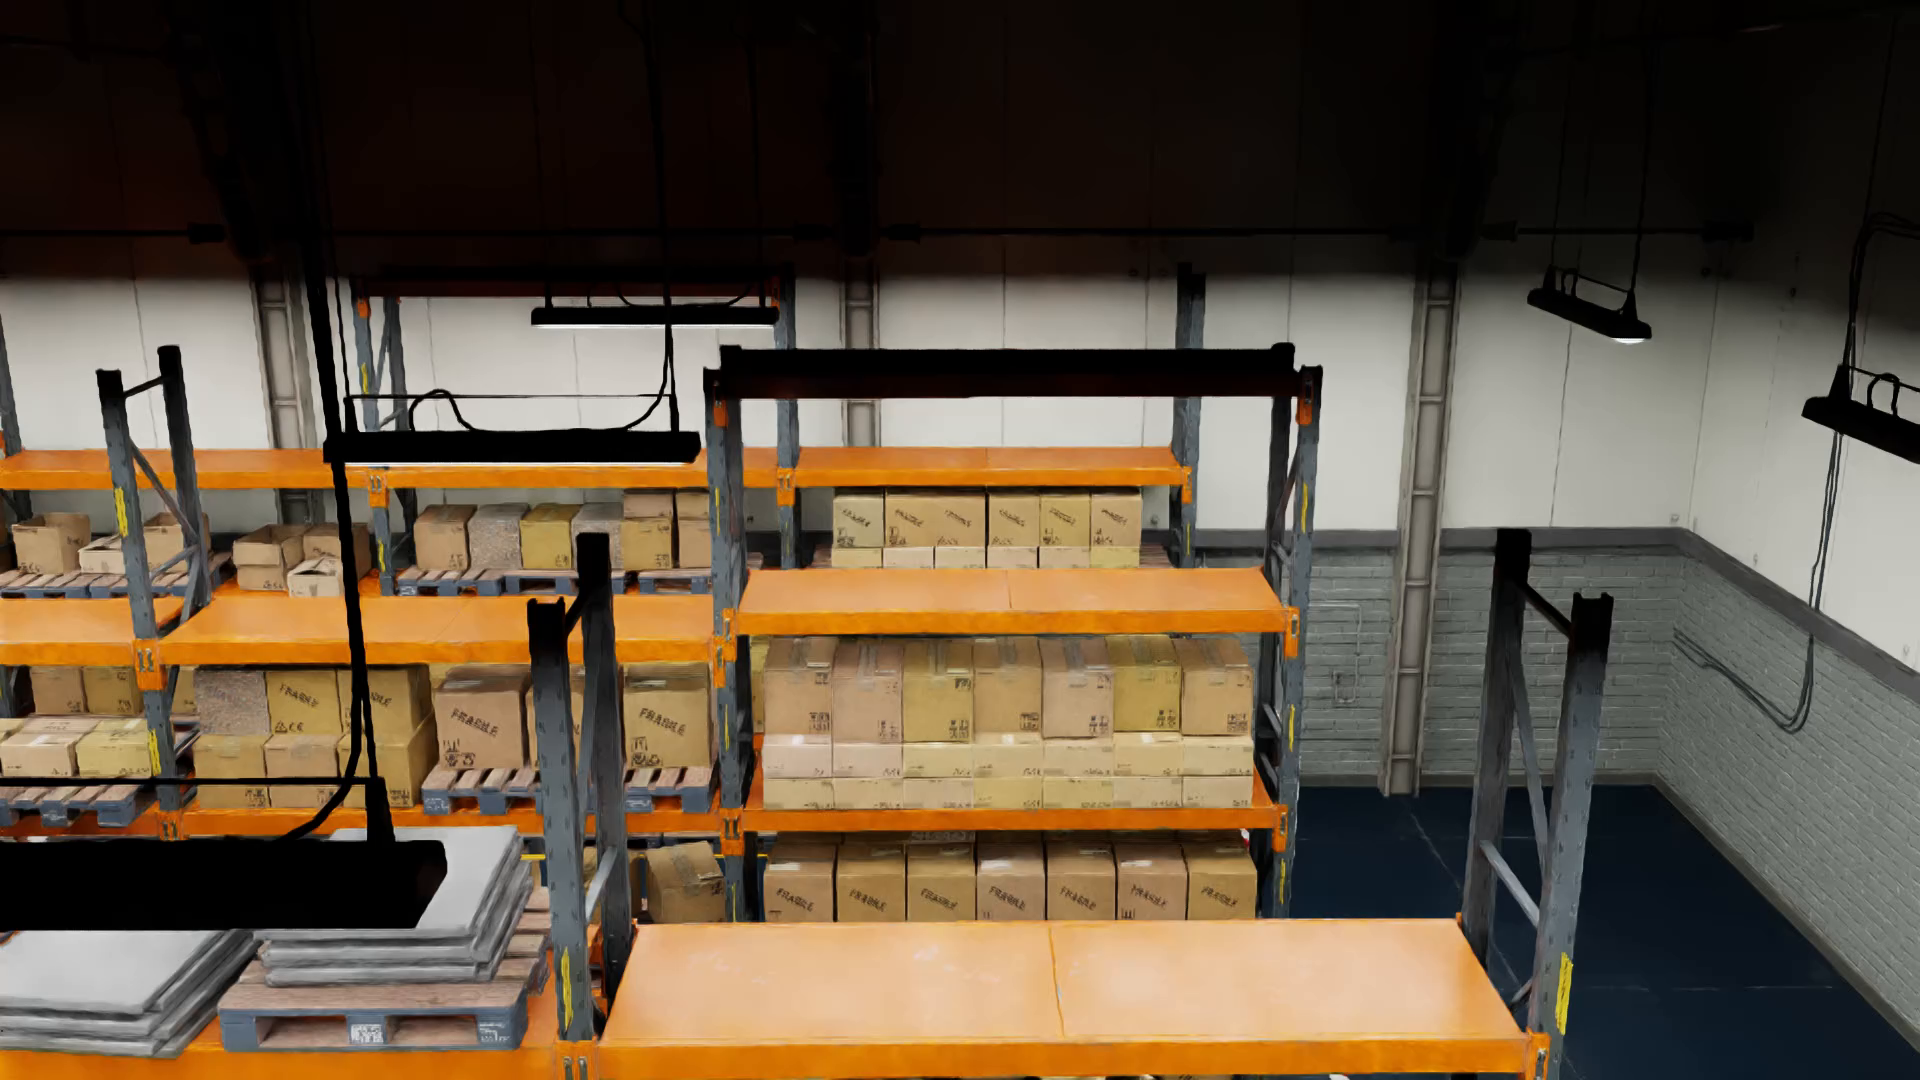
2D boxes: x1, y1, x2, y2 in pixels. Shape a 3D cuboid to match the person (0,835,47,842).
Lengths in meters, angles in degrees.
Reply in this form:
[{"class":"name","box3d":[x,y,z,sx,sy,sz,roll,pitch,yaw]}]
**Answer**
[{"class":"person","box3d":[-8.863,2.863,15.617,1.031,1.724,0.553,-3,16,-9]}]
